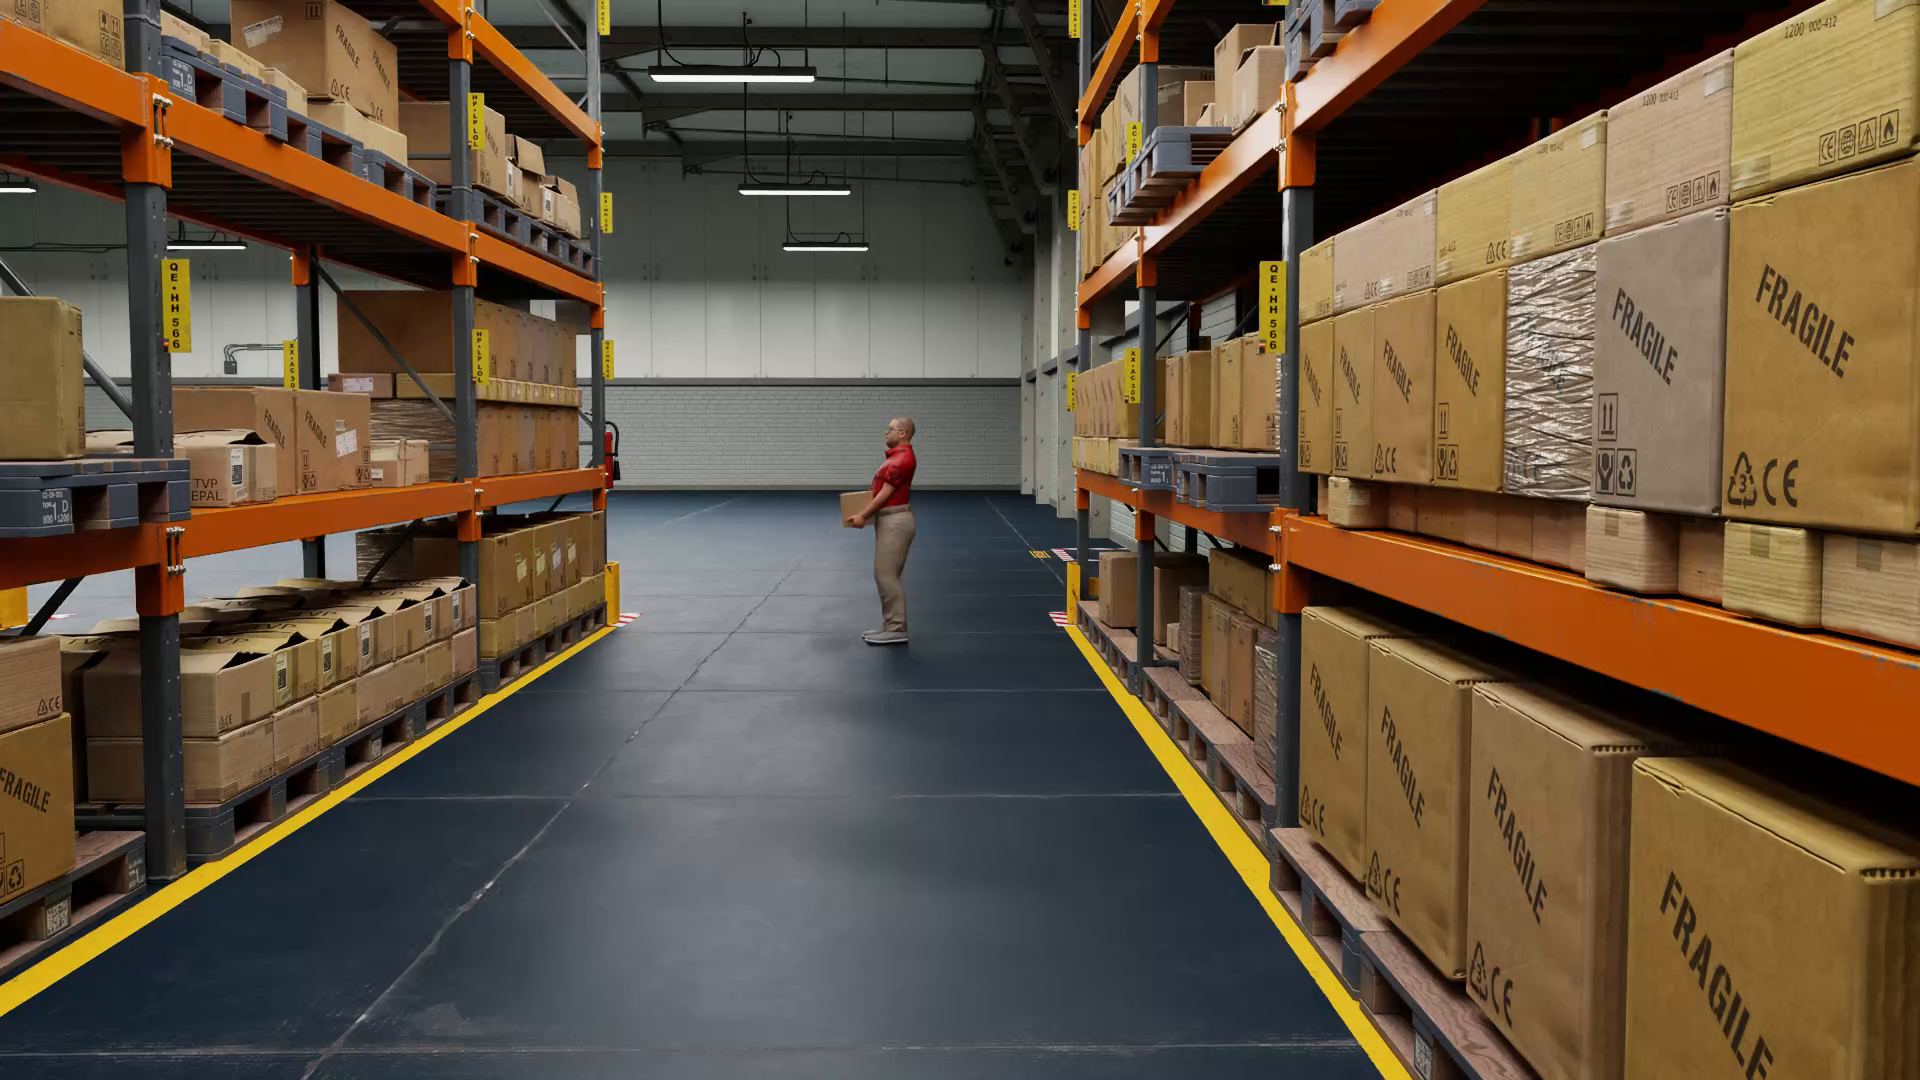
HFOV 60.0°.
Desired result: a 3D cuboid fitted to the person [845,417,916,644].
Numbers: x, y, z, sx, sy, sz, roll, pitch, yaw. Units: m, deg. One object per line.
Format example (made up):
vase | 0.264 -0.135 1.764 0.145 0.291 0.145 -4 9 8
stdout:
person | -0.600 -0.079 12.660 0.536 1.713 0.494 0 4 -1
